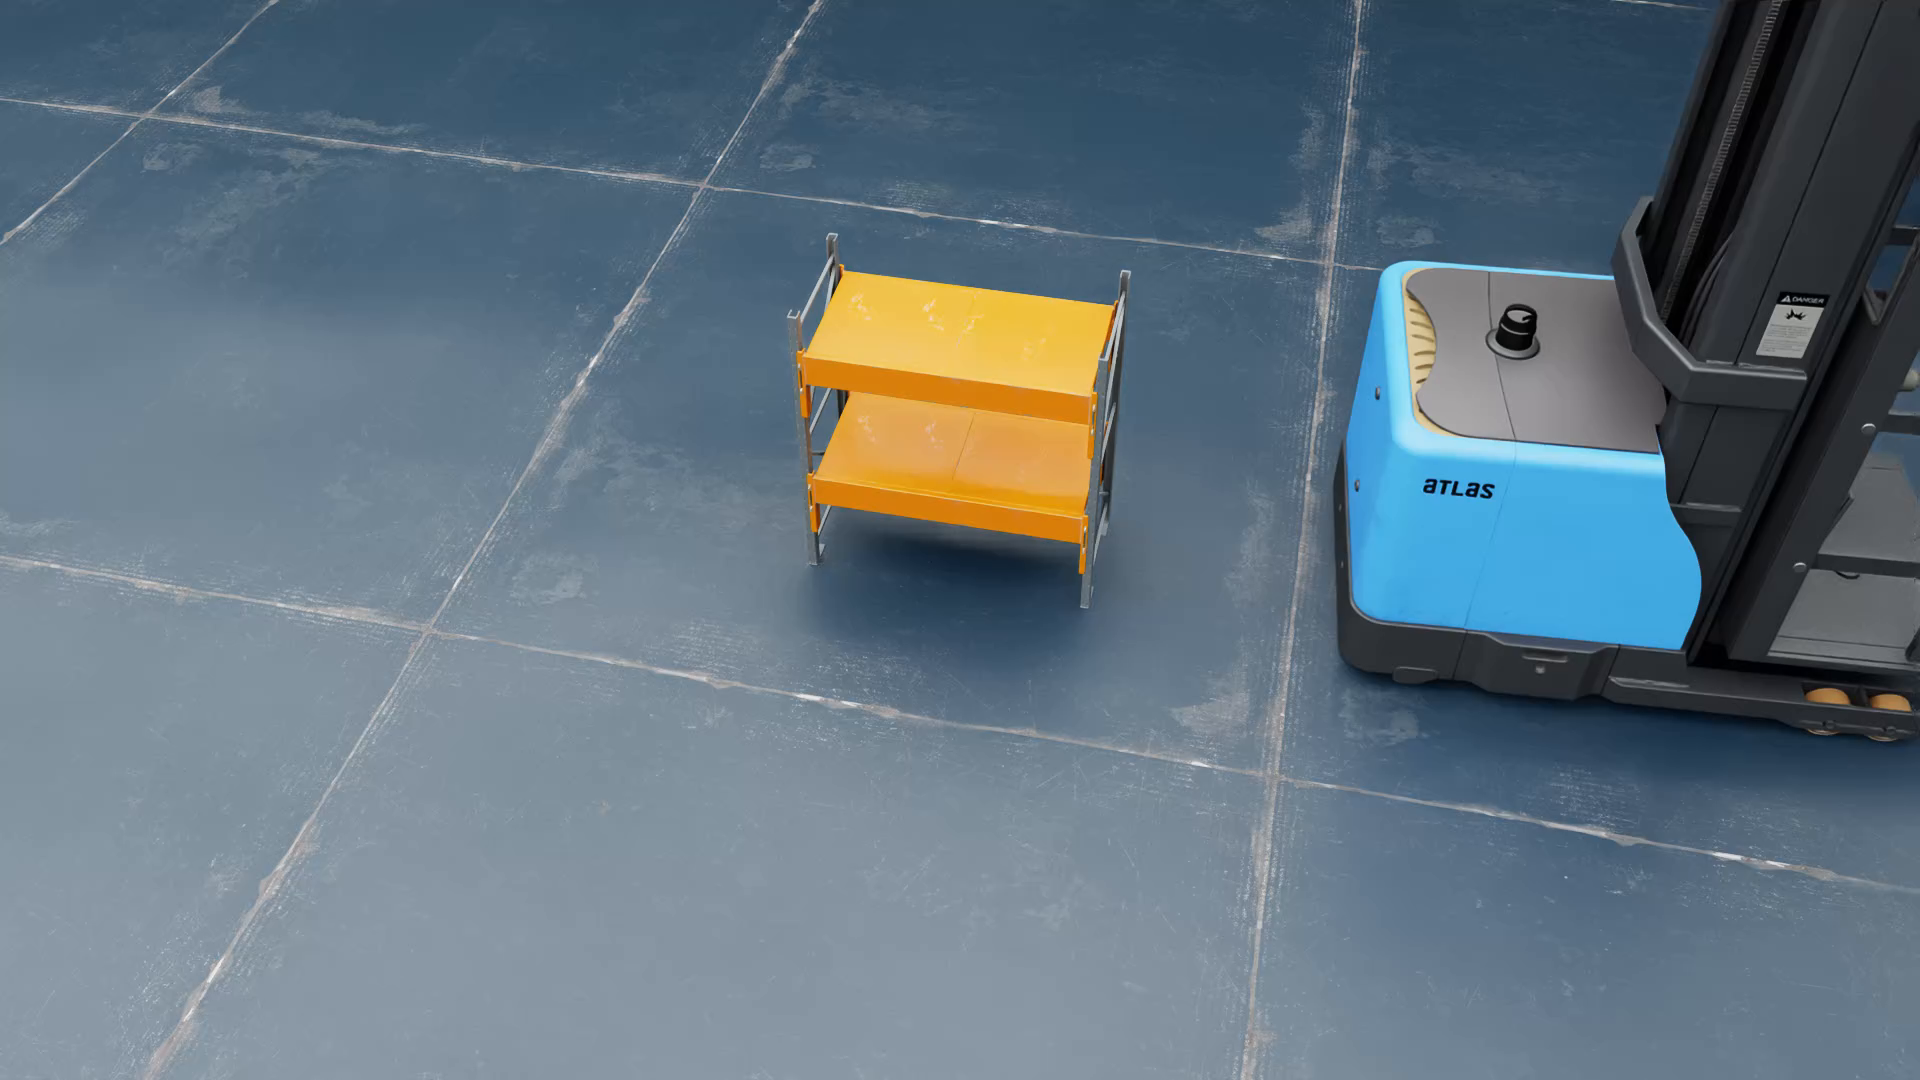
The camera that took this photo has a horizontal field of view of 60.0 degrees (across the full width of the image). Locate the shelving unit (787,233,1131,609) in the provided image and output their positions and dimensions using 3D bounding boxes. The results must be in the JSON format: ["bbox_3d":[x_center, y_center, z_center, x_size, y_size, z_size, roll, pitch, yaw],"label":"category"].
[{"bbox_3d":[0.007,-0.404,5.859,1.048,1.125,0.538,9,45,9],"label":"shelving unit"}]

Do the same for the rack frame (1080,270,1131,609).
[{"bbox_3d":[0.503,-0.327,5.779,0.032,1.125,0.500,9,45,9],"label":"rack frame"}]

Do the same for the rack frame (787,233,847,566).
[{"bbox_3d":[-0.489,-0.481,5.939,0.032,1.125,0.500,9,45,9],"label":"rack frame"}]

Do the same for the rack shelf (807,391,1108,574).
[{"bbox_3d":[0.007,-0.228,6.028,1.000,0.278,0.538,9,45,9],"label":"rack shelf"}]

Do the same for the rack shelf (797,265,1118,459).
[{"bbox_3d":[0.007,-0.615,5.656,1.000,0.278,0.538,9,45,9],"label":"rack shelf"}]

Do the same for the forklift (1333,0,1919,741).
[{"bbox_3d":[2.870,-0.780,4.947,3.031,2.935,1.130,5,44,6],"label":"forklift"}]
